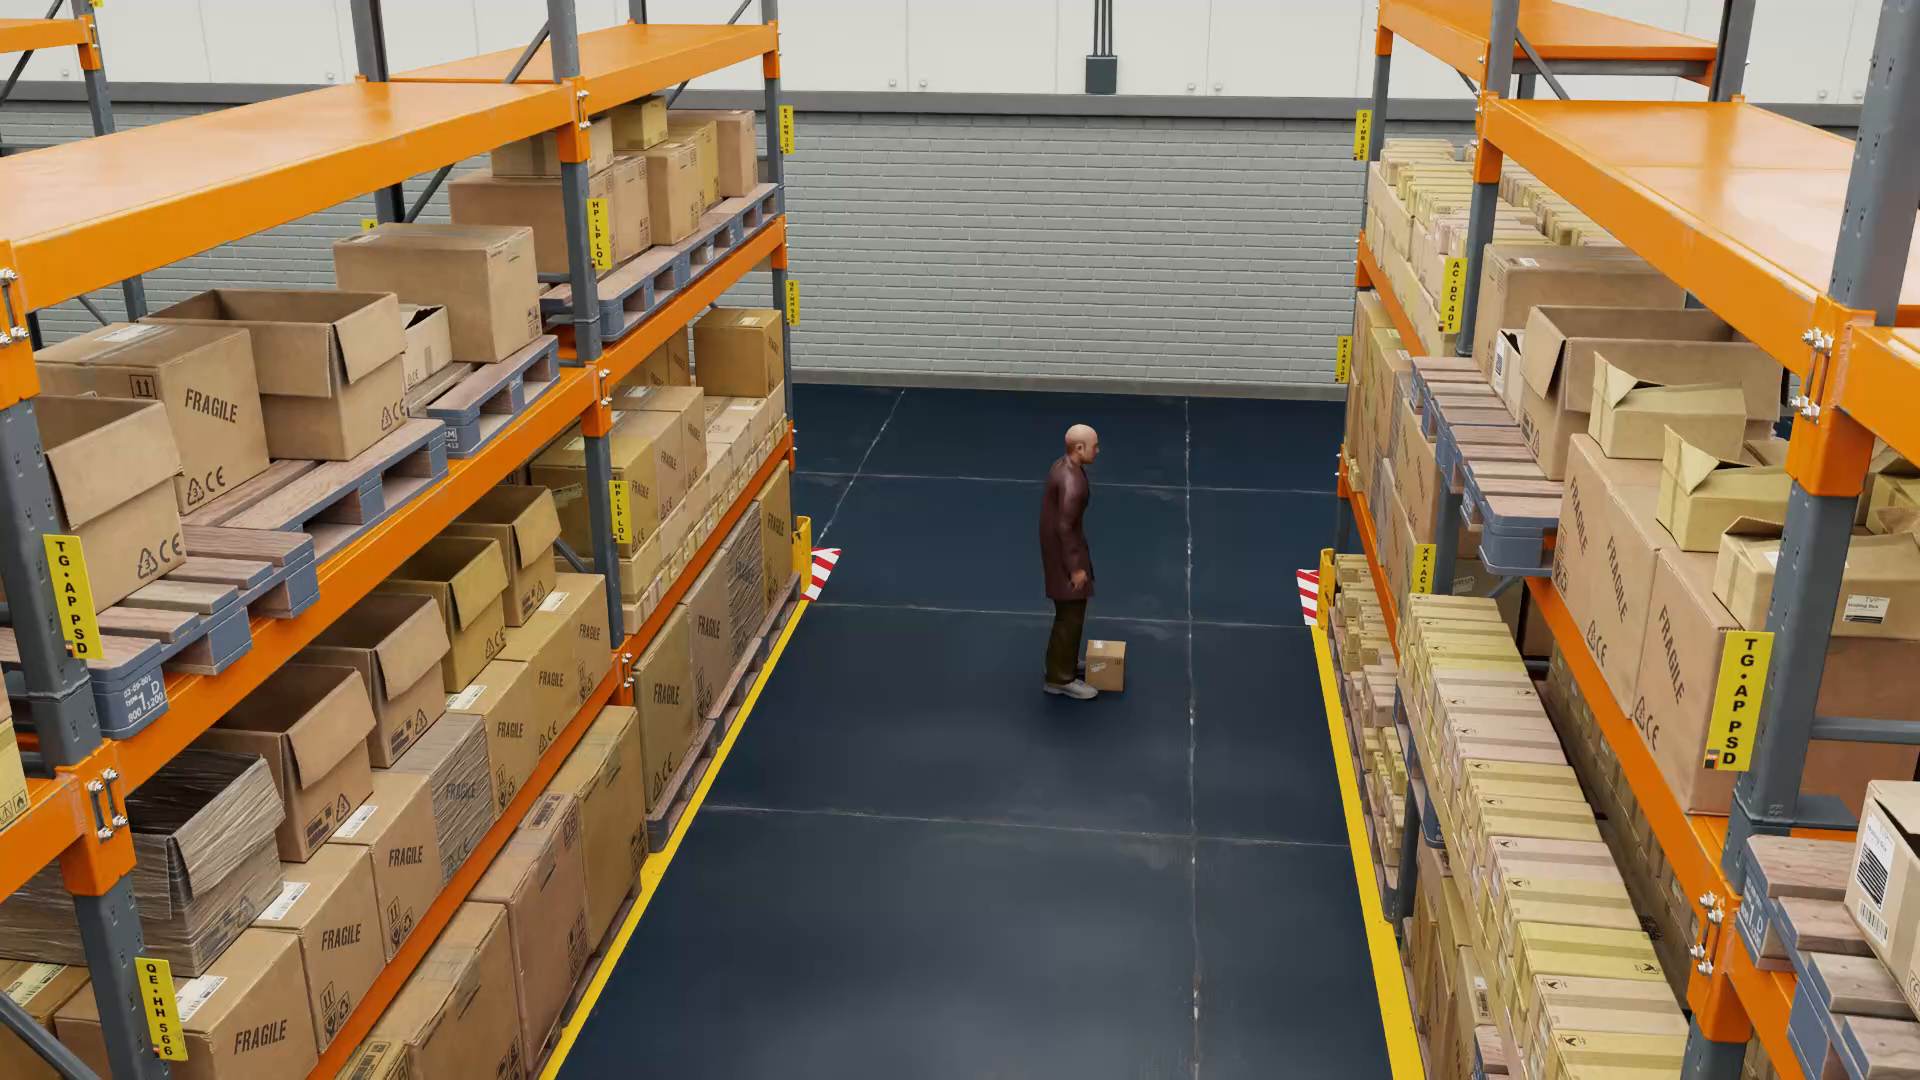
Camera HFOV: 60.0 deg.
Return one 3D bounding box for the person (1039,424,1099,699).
[{"bbox_3d":[0.721,0.108,10.819,0.423,1.774,0.653,1,21,3],"label":"person"}]
